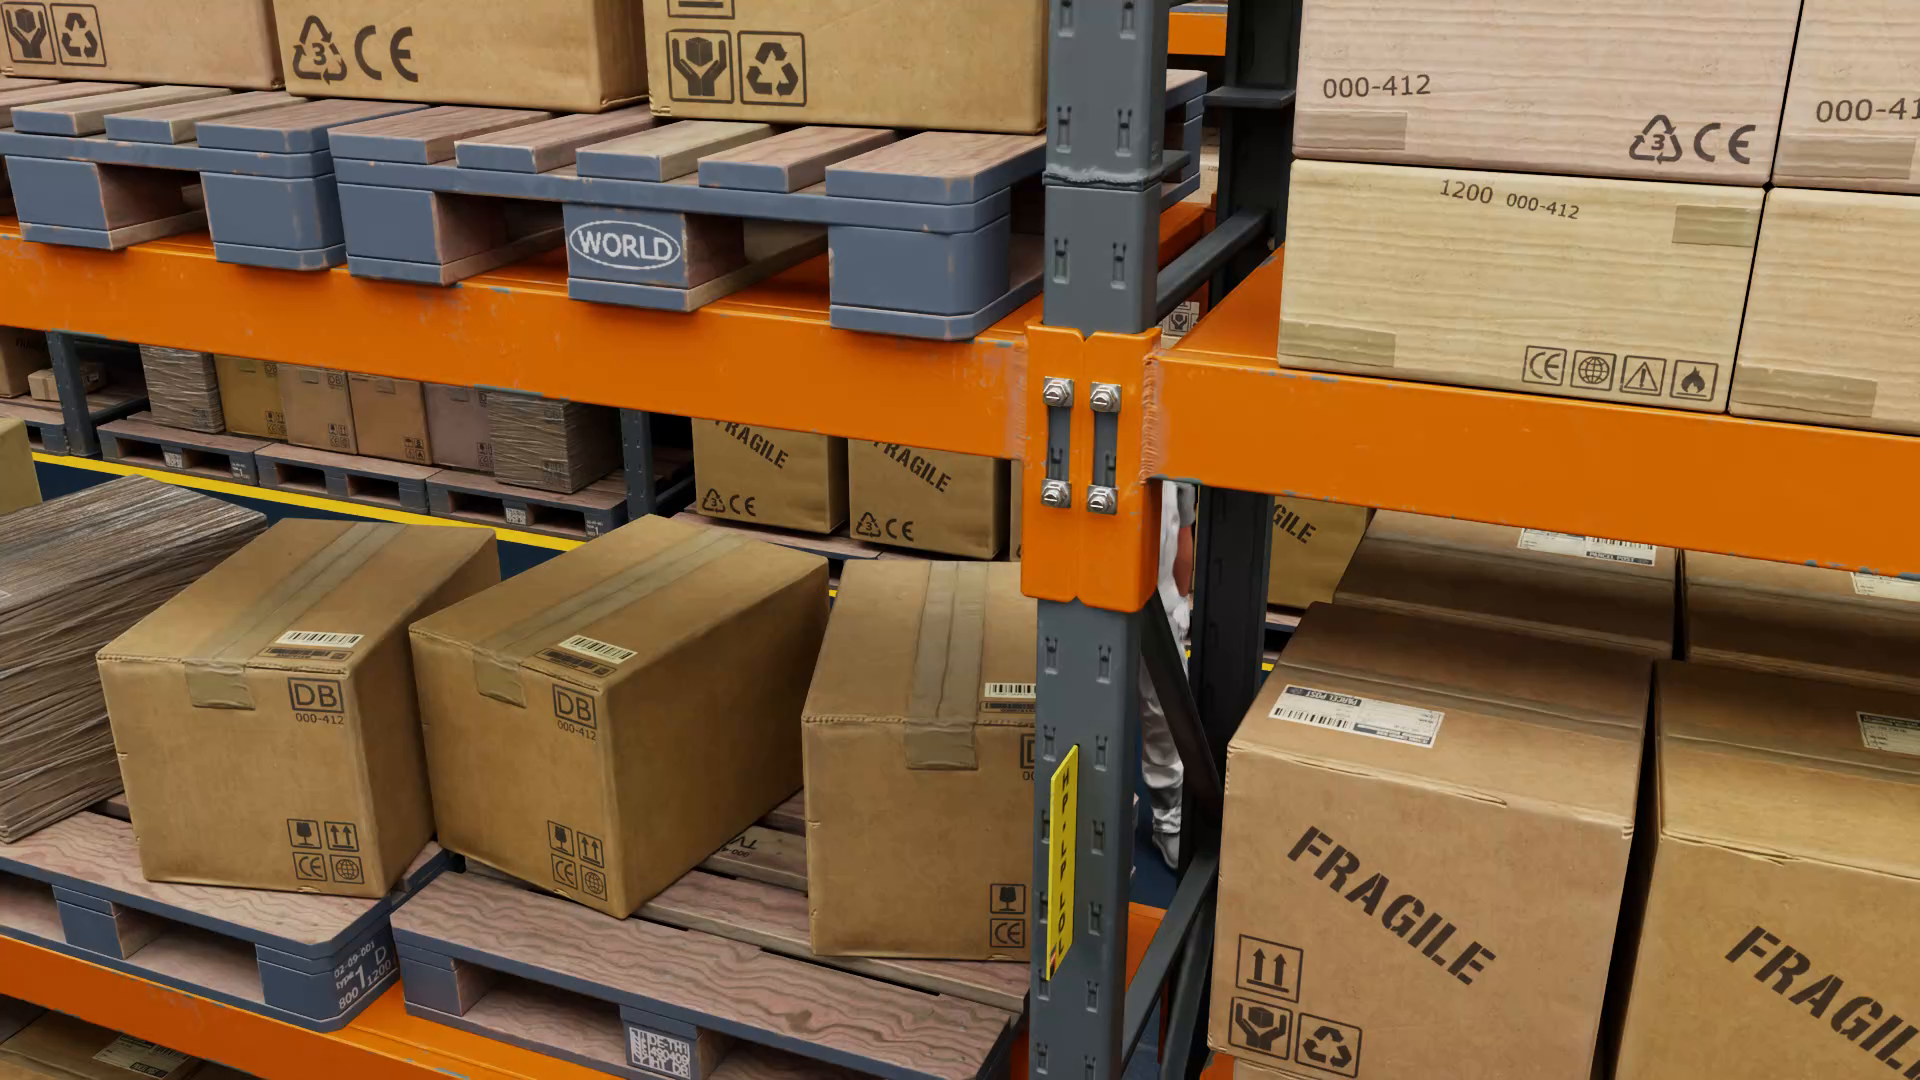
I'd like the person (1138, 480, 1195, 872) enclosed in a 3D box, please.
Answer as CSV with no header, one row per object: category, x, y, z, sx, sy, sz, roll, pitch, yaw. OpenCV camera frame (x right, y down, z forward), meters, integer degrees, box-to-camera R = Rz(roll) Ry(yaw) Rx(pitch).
person,0.568,0.283,5.847,0.570,1.775,0.647,-3,22,-8
